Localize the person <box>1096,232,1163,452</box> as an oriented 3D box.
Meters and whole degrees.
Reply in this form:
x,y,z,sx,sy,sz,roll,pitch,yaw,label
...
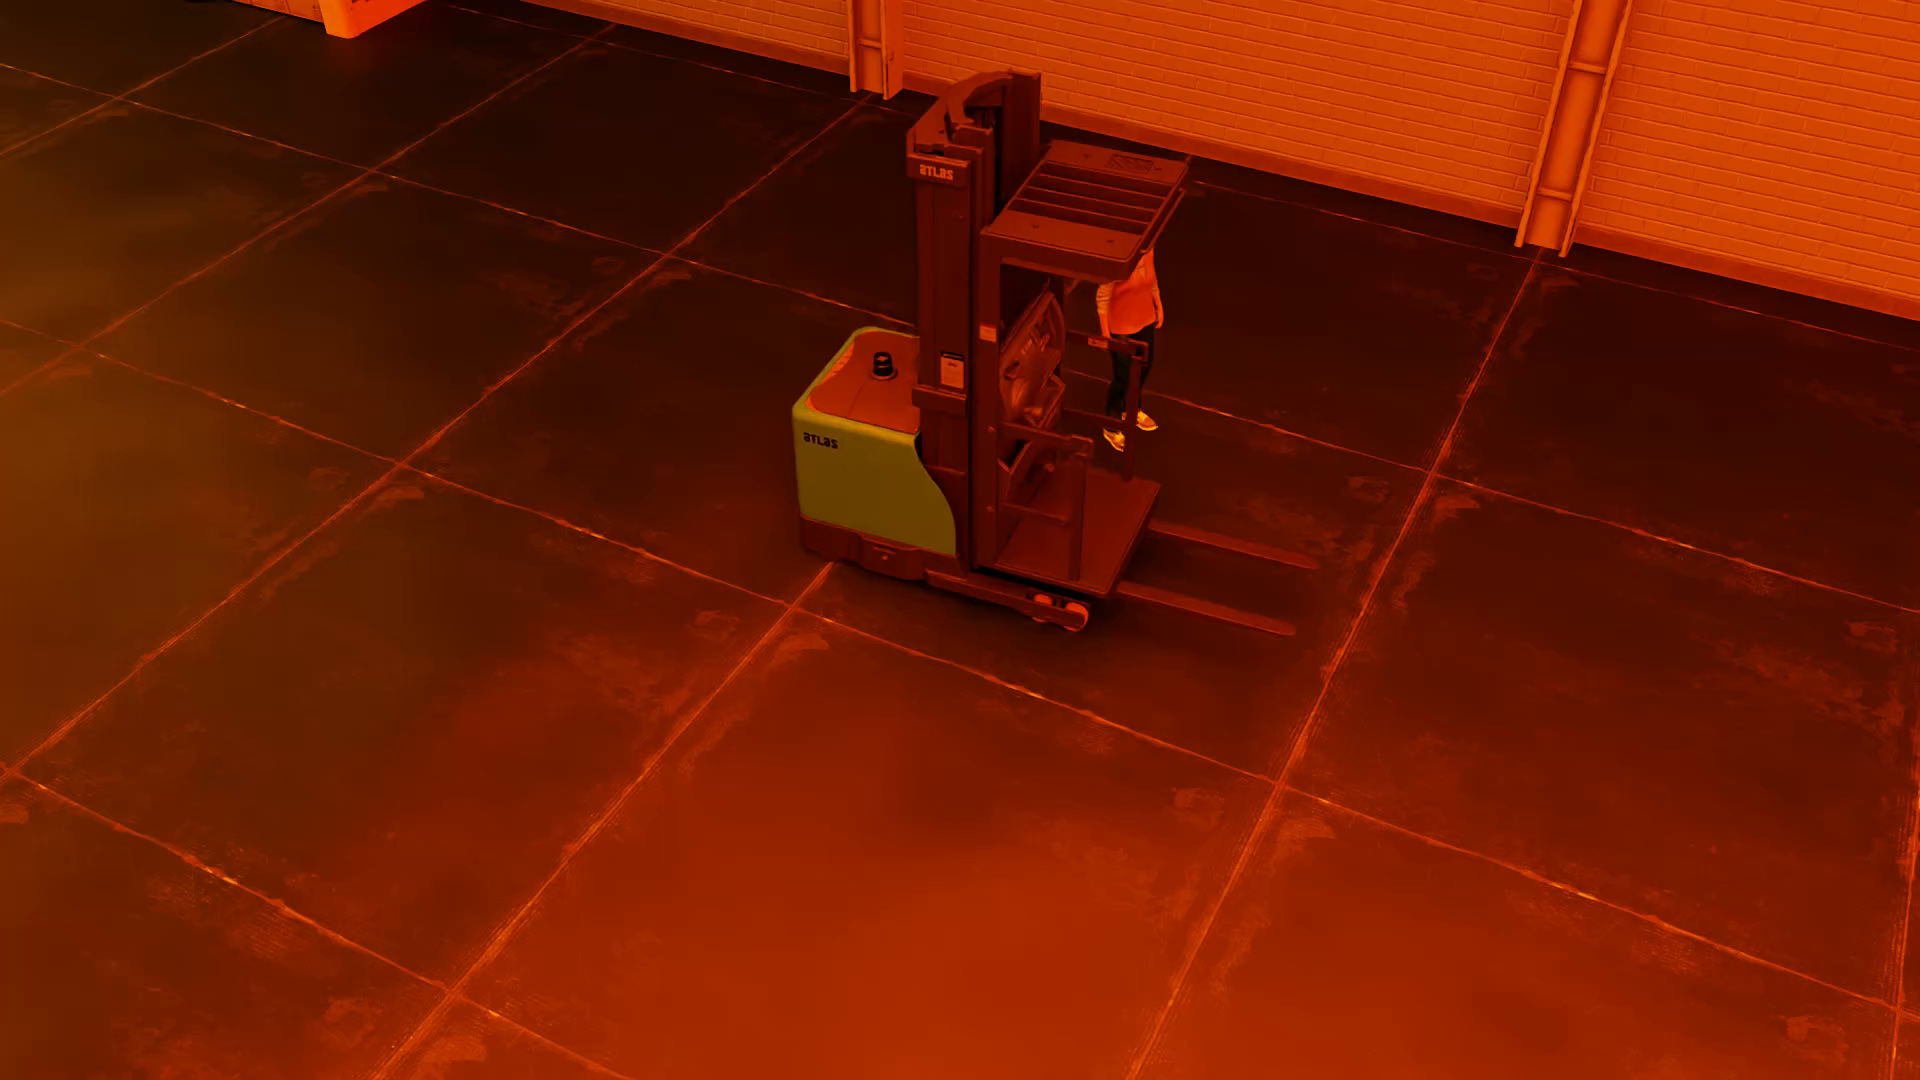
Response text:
x,y,z,sx,sy,sz,roll,pitch,yaw,label
1.121,-1.360,10.636,0.530,1.600,0.401,-33,50,-33,person

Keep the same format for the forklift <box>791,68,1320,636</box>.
x,y,z,sx,sy,sz,roll,pitch,yaw,label
0.585,-0.982,9.153,3.031,2.935,1.130,15,42,17,forklift
